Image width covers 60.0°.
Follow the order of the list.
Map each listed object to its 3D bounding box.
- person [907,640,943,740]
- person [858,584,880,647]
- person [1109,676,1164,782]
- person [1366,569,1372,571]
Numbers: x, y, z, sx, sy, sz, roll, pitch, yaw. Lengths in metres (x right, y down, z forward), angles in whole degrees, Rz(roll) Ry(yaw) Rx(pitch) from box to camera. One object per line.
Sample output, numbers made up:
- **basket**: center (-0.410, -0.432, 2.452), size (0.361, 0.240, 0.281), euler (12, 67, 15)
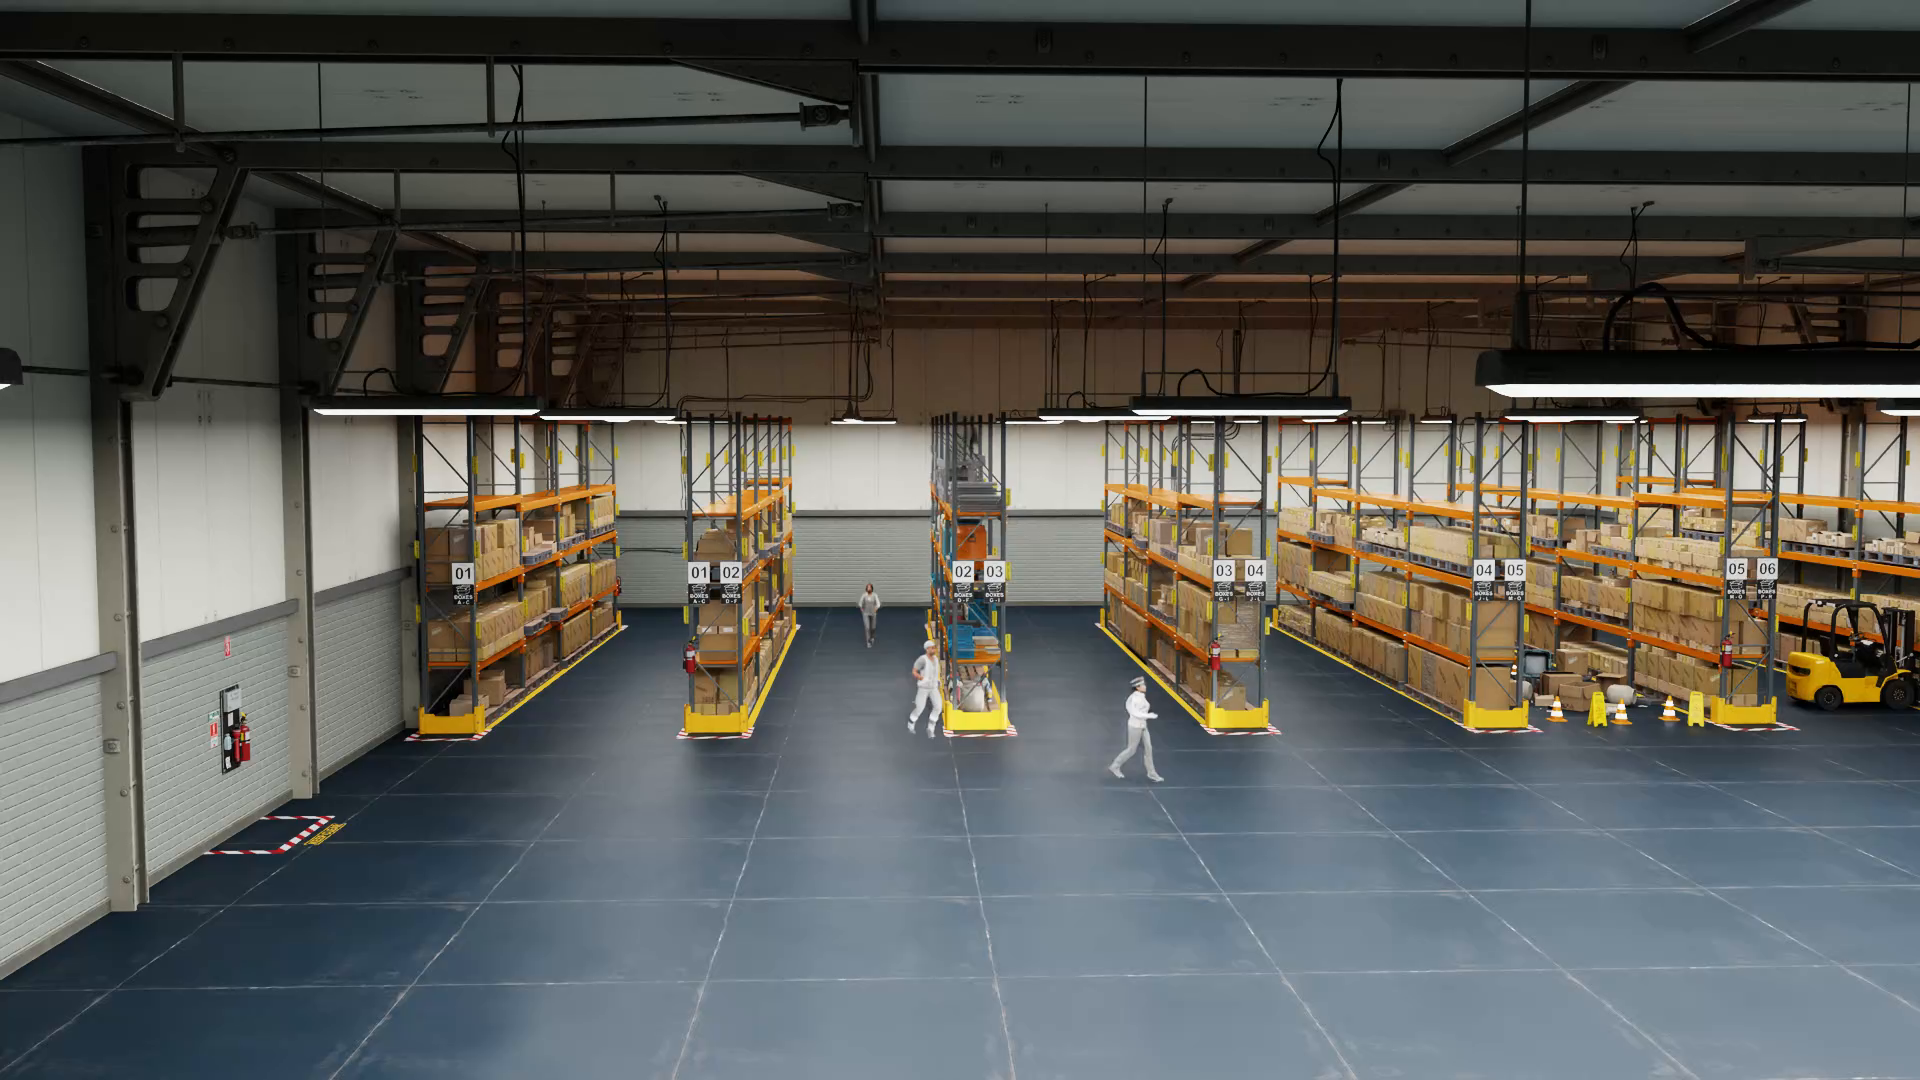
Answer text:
- **person**: center (-0.603, 2.751, 30.707), size (0.708, 1.799, 0.706), euler (-3, 5, -37)
- **person**: center (-2.257, 1.901, 41.088), size (0.509, 1.470, 0.535), euler (0, 4, -4)
- **person**: center (2.840, 3.040, 26.784), size (0.886, 1.711, 0.570), euler (1, 4, 20)
- **person**: center (11.312, 1.699, 46.023), size (0.678, 1.819, 0.830), euler (-1, 4, -12)
